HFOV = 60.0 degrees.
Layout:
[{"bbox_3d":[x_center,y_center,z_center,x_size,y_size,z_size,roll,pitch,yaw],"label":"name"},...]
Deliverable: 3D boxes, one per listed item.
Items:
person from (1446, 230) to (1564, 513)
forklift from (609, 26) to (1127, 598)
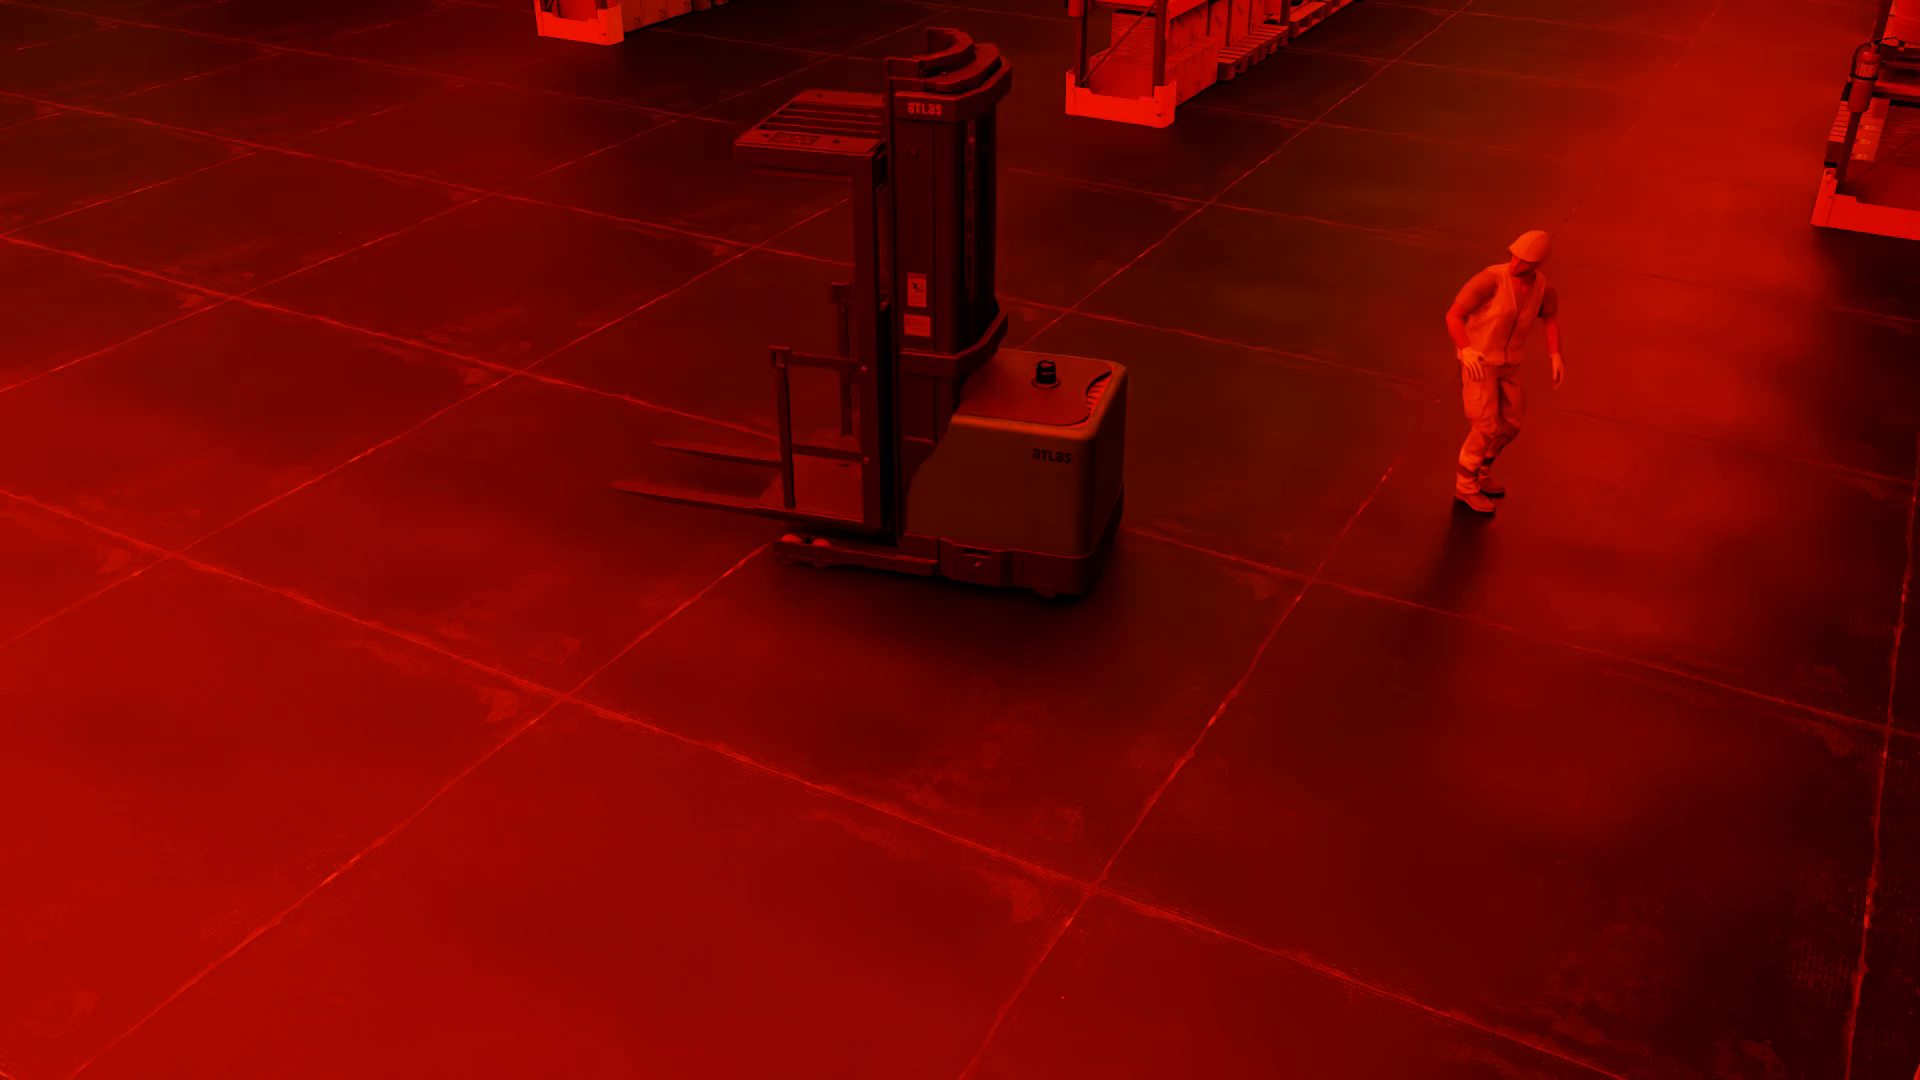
[{"bbox_3d":[3.309,-1.044,10.079,0.740,1.741,0.512,-12,32,-20],"label":"person"},{"bbox_3d":[-0.593,-1.349,9.409,3.031,2.935,1.130,8,31,14],"label":"forklift"}]
